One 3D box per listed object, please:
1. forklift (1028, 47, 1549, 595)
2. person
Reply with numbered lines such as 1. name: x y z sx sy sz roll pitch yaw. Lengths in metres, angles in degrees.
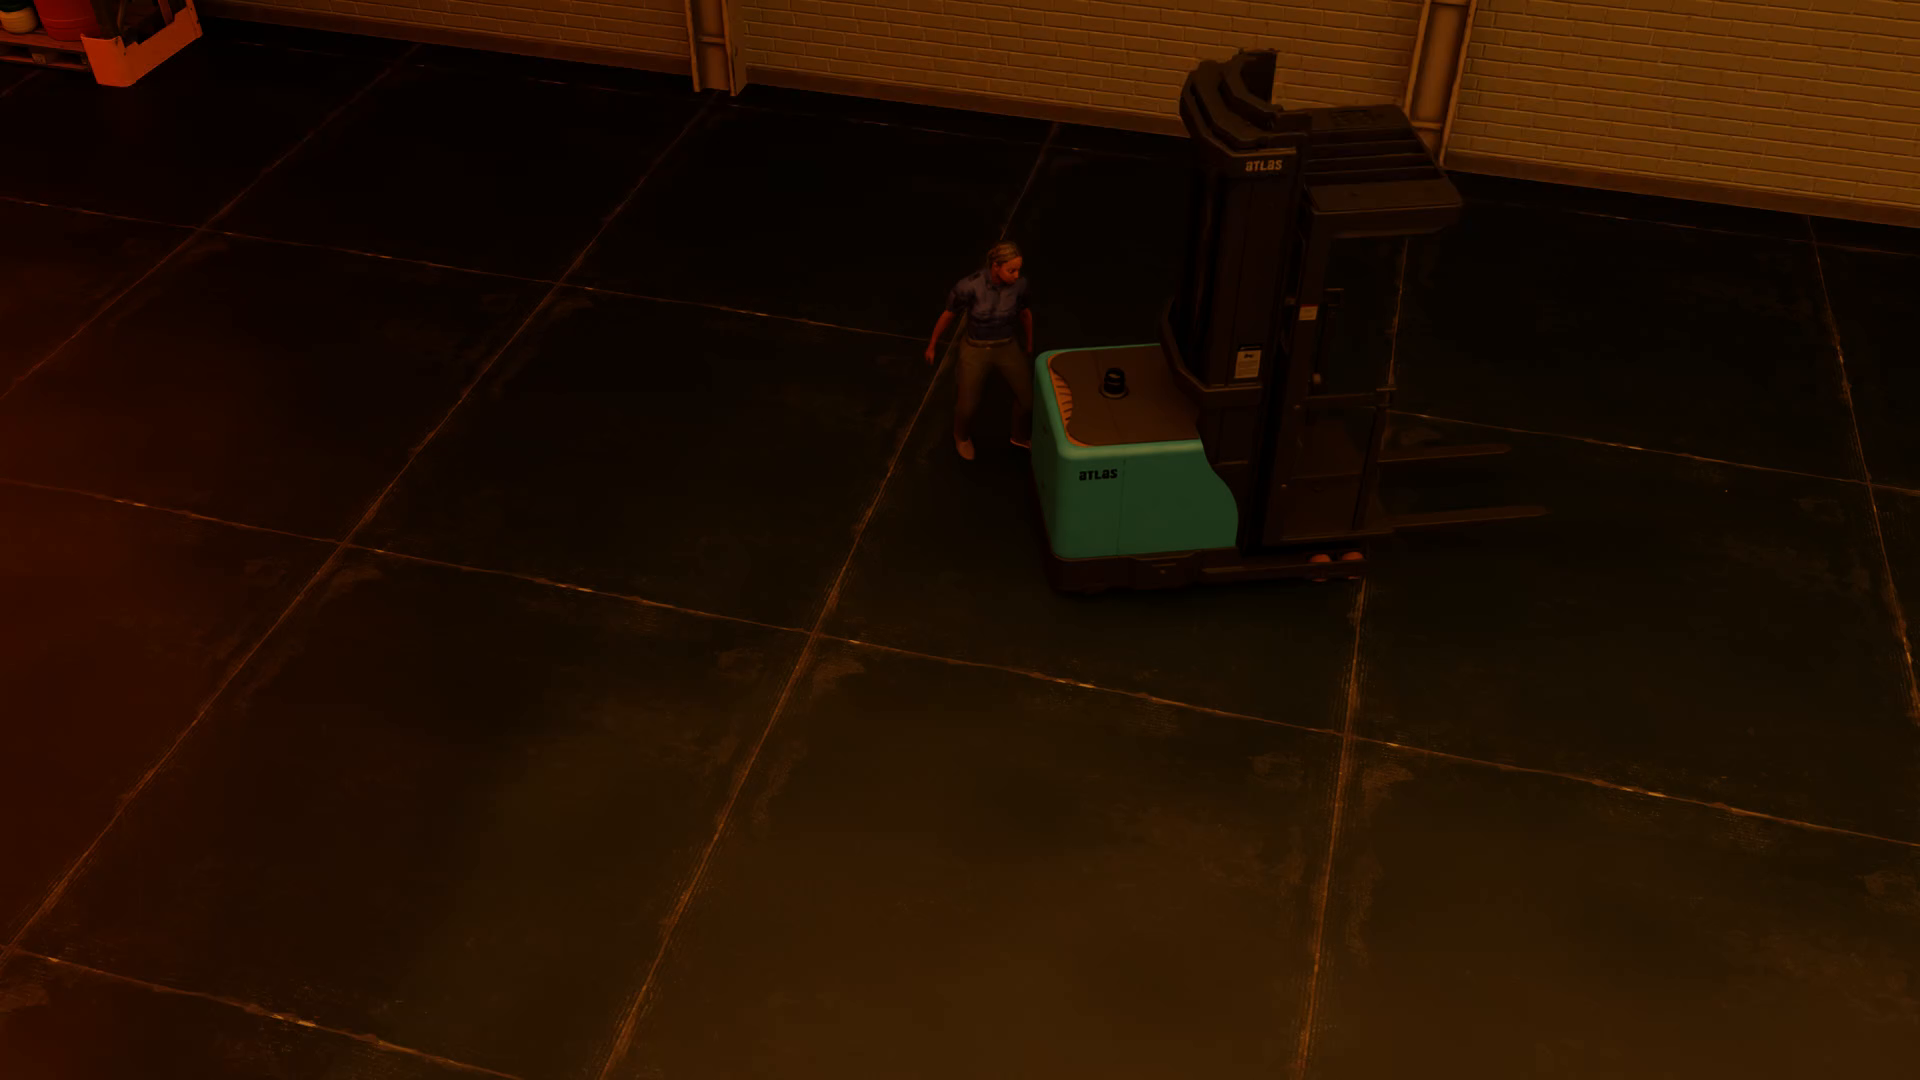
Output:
1. forklift: 1.975 -1.199 9.230 3.031 2.935 1.130 -4 41 -5
2. person: 0.189 -1.165 10.233 0.812 1.614 0.414 -7 42 -8
